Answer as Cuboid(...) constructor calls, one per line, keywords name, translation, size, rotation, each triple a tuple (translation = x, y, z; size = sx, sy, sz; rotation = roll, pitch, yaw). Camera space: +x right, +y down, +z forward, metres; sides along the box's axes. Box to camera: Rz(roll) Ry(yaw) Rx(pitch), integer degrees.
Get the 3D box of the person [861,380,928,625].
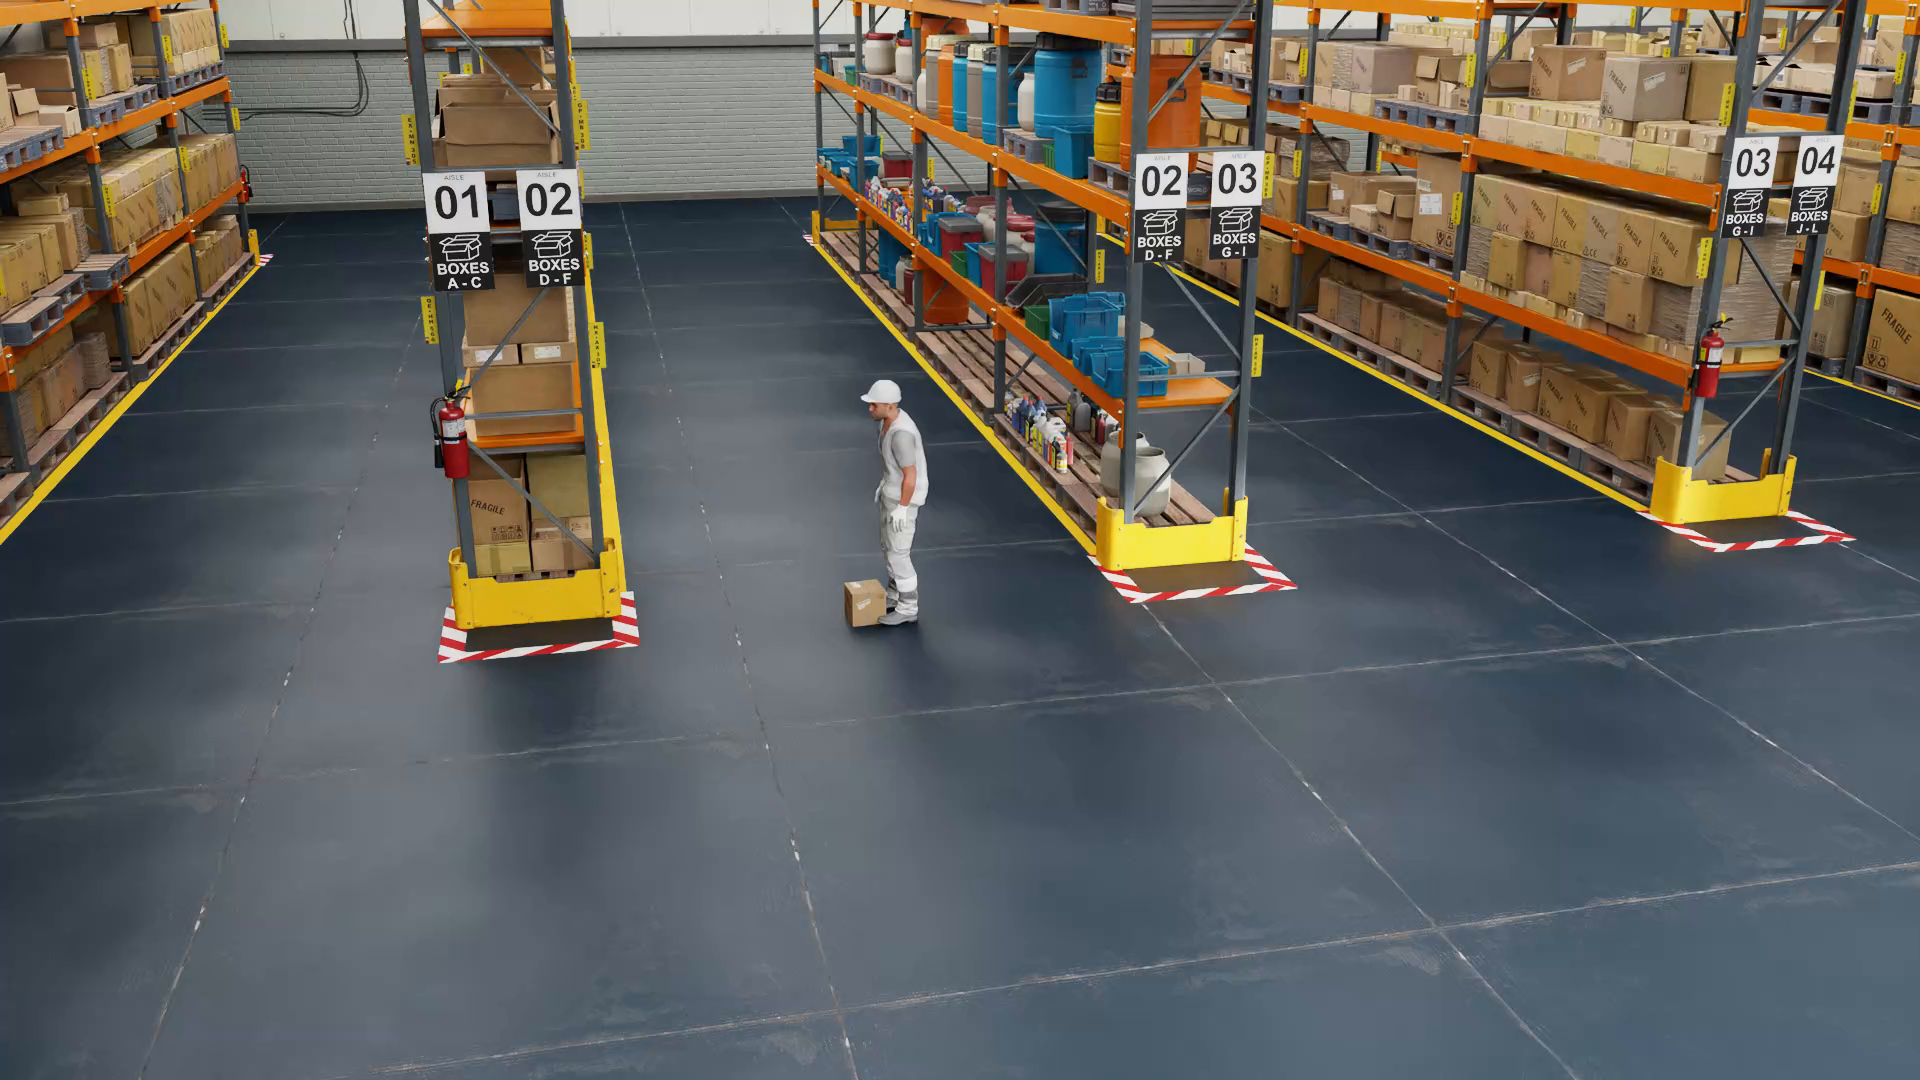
Cuboid(name="person", translation=(-0.470, -0.280, 11.841), size=(0.456, 1.778, 0.617), rotation=(-5, 20, -13))
